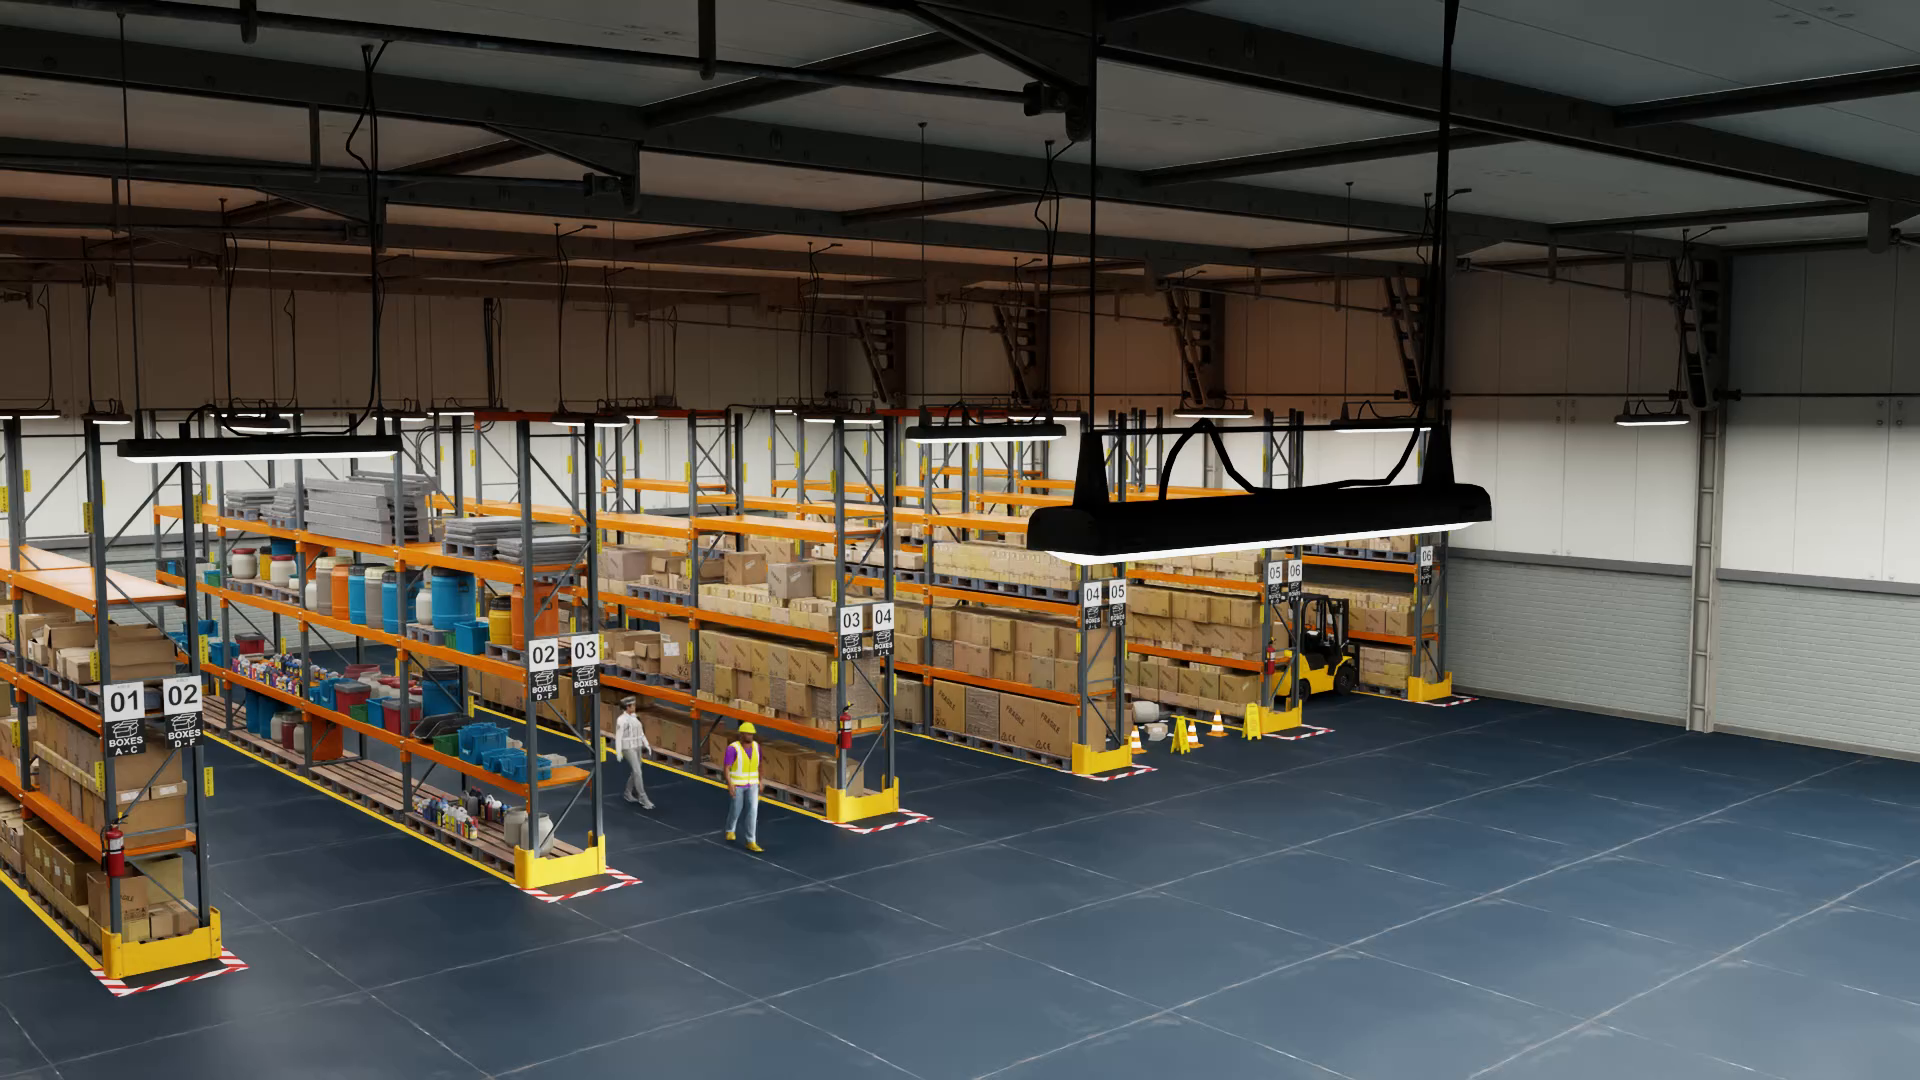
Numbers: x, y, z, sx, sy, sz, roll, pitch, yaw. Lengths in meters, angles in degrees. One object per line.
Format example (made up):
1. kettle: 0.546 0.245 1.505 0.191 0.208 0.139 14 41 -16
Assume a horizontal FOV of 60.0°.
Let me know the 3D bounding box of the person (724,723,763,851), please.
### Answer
1. person: -3.011 3.429 23.291 0.680 1.725 0.800 -4 6 -37

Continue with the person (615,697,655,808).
1. person: -4.965 3.271 25.693 0.722 1.657 0.513 2 5 22
